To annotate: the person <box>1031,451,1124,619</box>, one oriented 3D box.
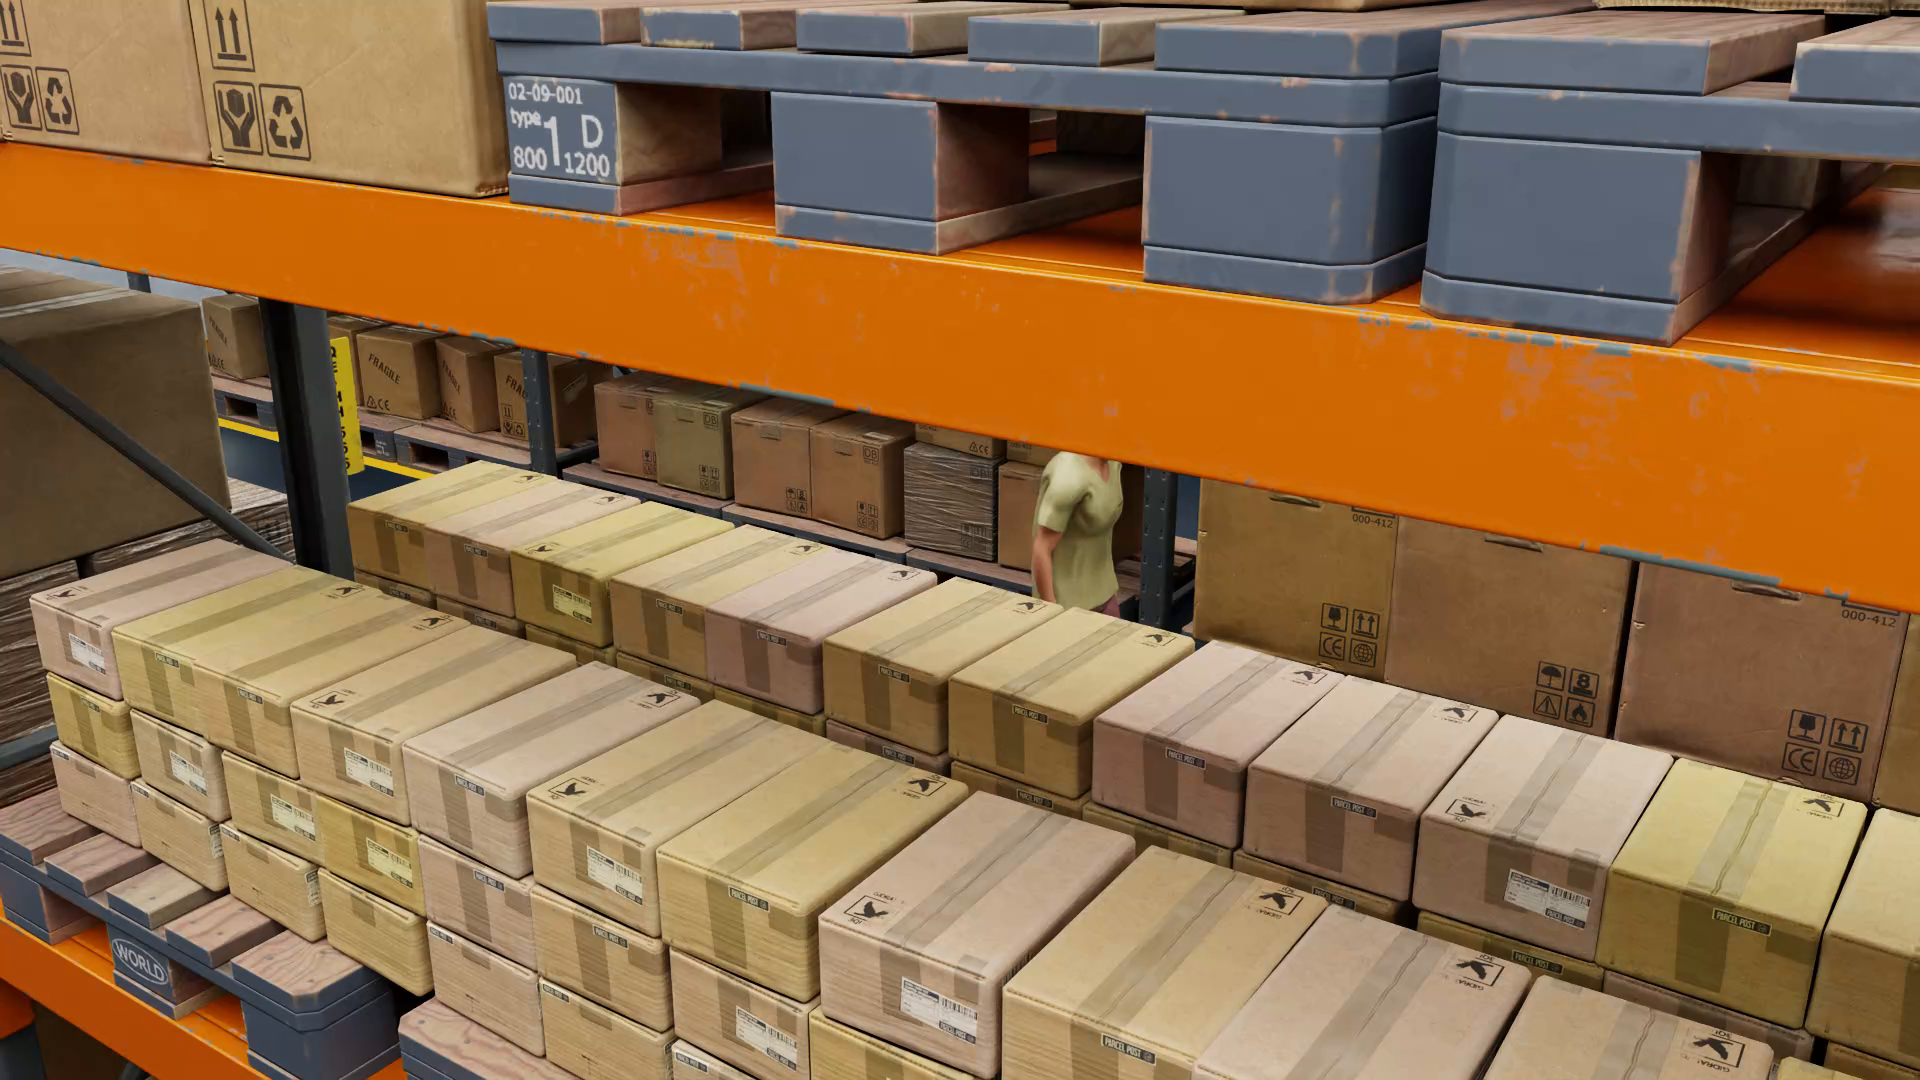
[{"bbox_3d":[0.468,0.236,5.925,0.416,1.671,0.505,12,23,30],"label":"person"}]
